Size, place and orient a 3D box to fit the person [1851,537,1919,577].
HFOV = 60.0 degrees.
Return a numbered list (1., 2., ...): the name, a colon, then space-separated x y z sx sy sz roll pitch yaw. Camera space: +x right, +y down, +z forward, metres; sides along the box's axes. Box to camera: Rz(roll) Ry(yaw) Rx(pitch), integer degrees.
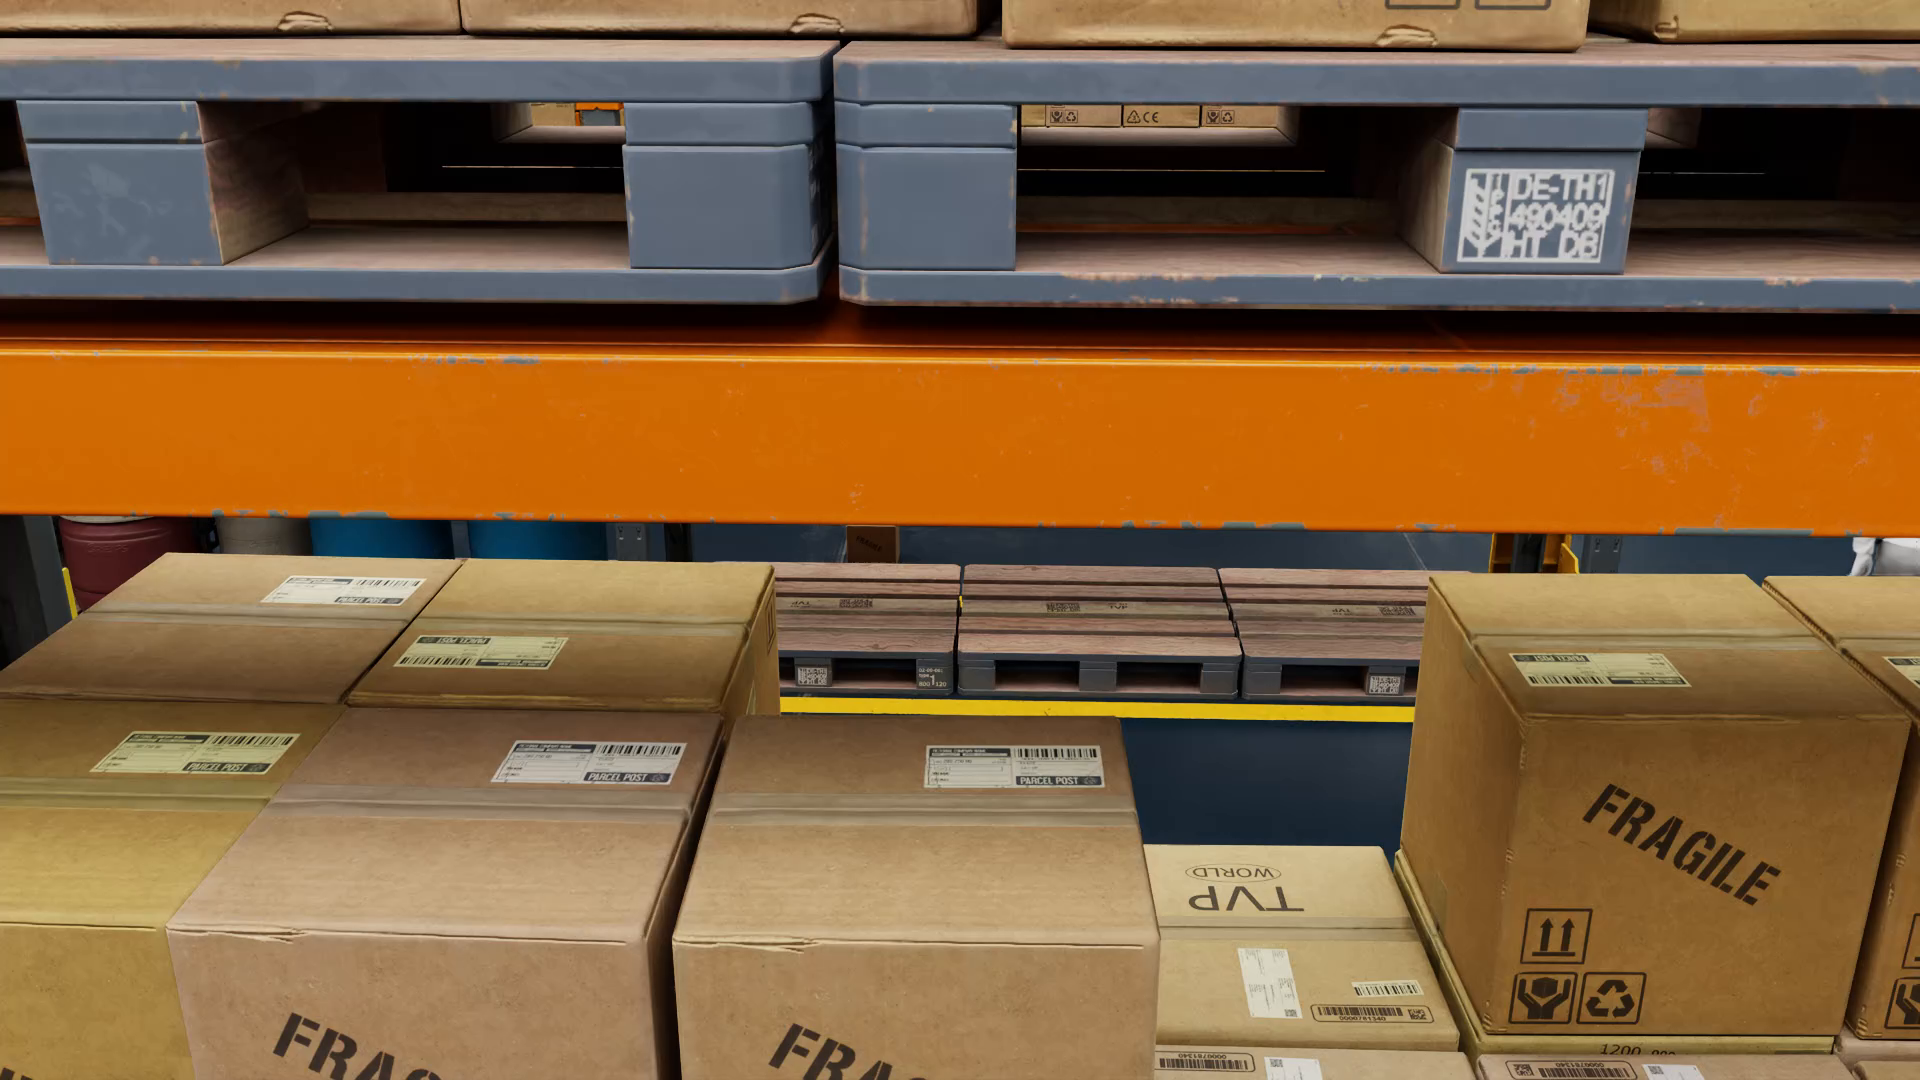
1. person: 3.799 0.019 6.523 0.526 1.596 1.103 11 23 26
